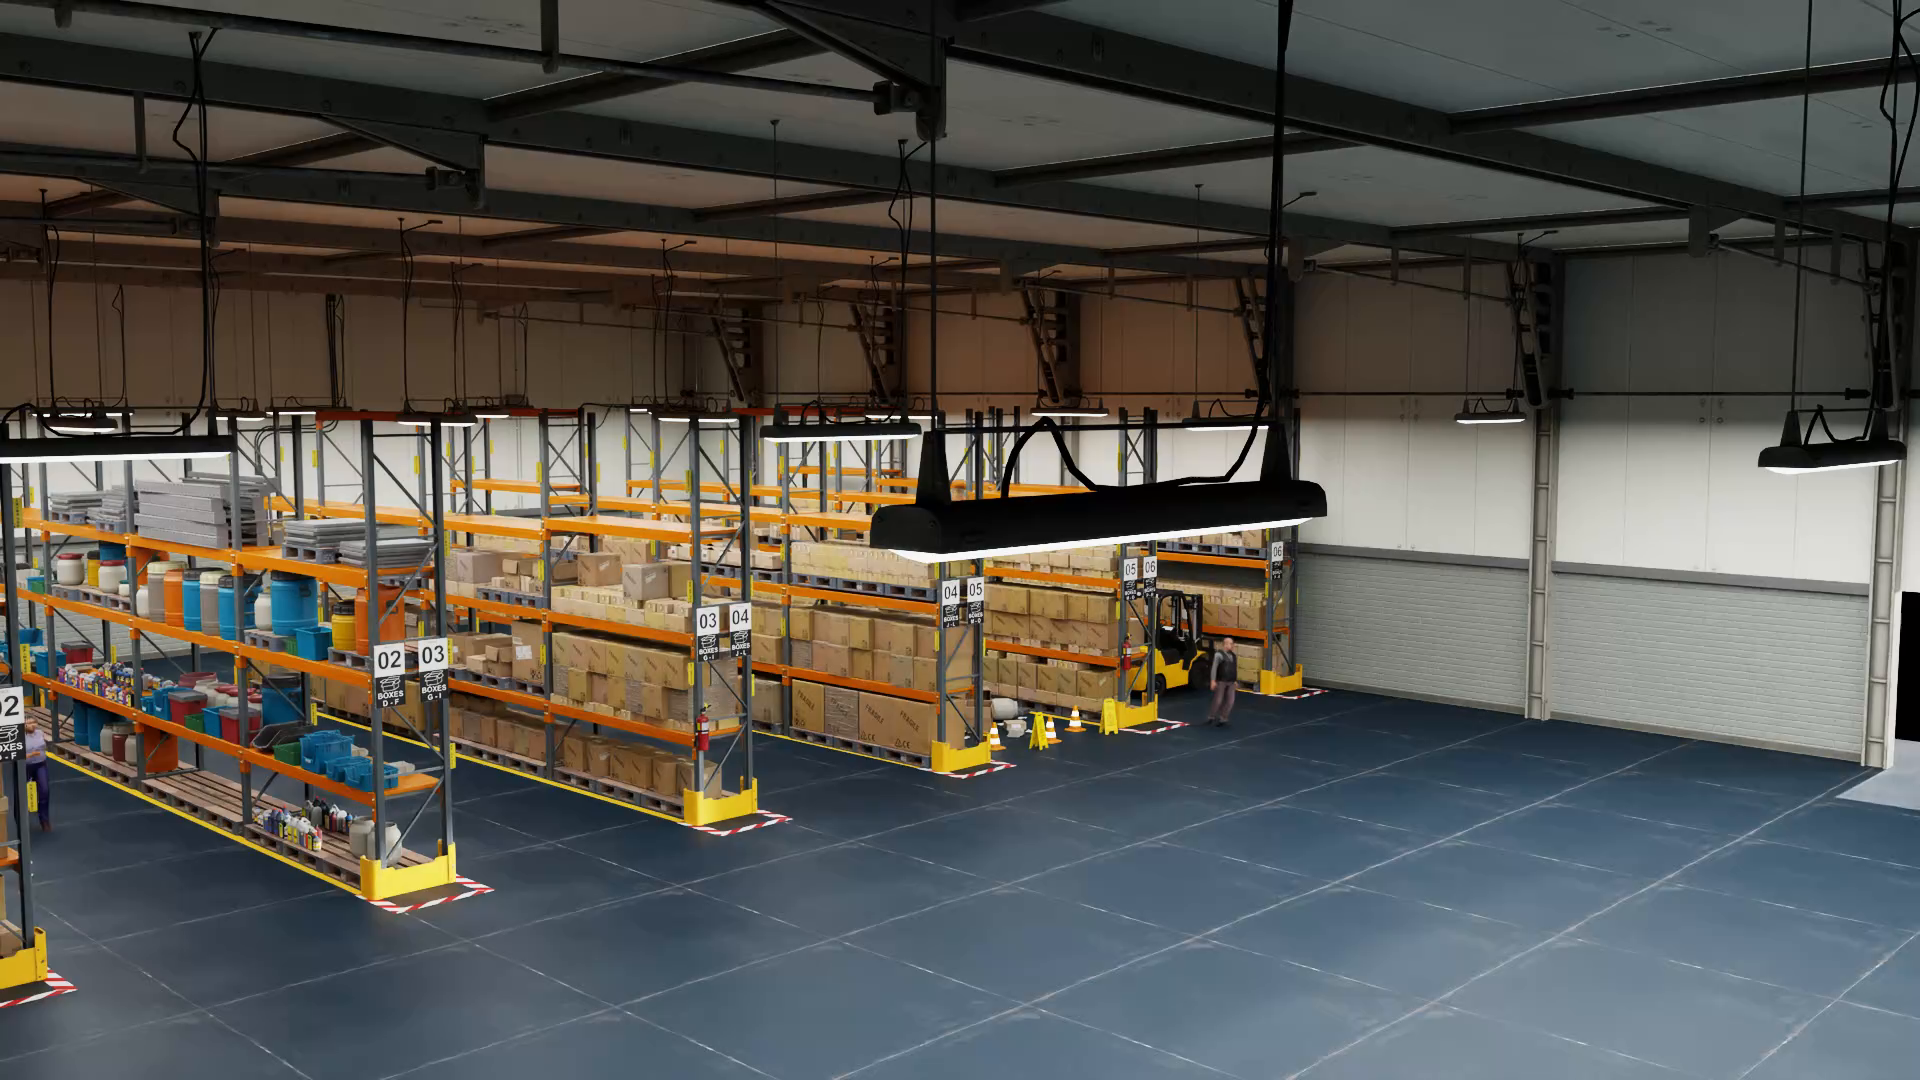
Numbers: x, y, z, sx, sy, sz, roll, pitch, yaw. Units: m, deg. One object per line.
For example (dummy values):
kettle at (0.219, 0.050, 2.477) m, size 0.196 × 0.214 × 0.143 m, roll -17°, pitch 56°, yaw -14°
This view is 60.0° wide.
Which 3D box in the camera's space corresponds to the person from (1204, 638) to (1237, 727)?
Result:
person at (4.947, 2.693, 31.500) m, size 0.654 × 1.702 × 0.493 m, roll -4°, pitch 6°, yaw -37°

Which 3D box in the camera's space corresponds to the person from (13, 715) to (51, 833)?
person at (-13.499, 3.367, 24.112) m, size 0.855 × 1.695 × 0.556 m, roll 5°, pitch 7°, yaw 42°

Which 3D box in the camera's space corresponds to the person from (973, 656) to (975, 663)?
person at (0.158, 2.248, 37.011) m, size 0.543 × 1.587 × 0.792 m, roll -5°, pitch 7°, yaw -44°
